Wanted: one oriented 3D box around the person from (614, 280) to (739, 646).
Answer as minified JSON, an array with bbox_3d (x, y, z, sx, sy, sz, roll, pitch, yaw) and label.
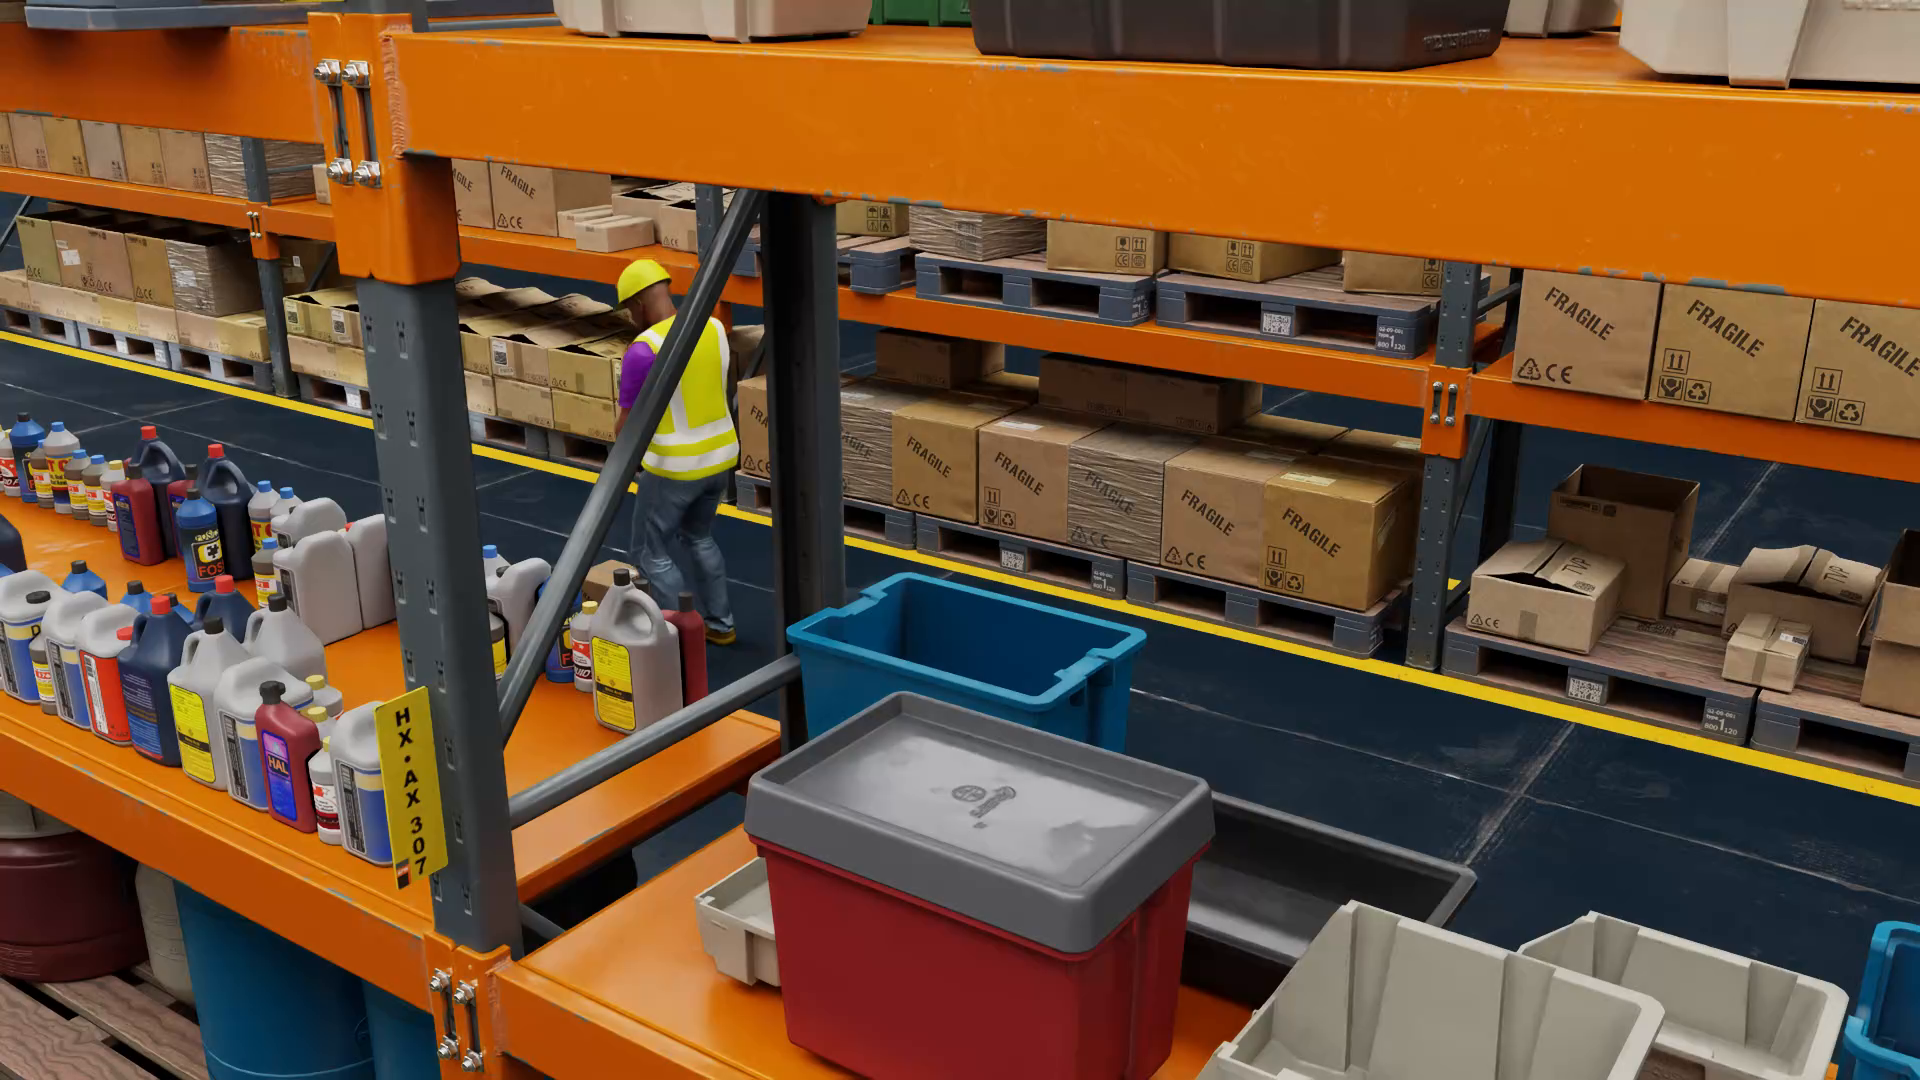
[{"bbox_3d":[-1.198,-0.305,7.028,0.434,1.676,0.595,14,24,33],"label":"person"}]
